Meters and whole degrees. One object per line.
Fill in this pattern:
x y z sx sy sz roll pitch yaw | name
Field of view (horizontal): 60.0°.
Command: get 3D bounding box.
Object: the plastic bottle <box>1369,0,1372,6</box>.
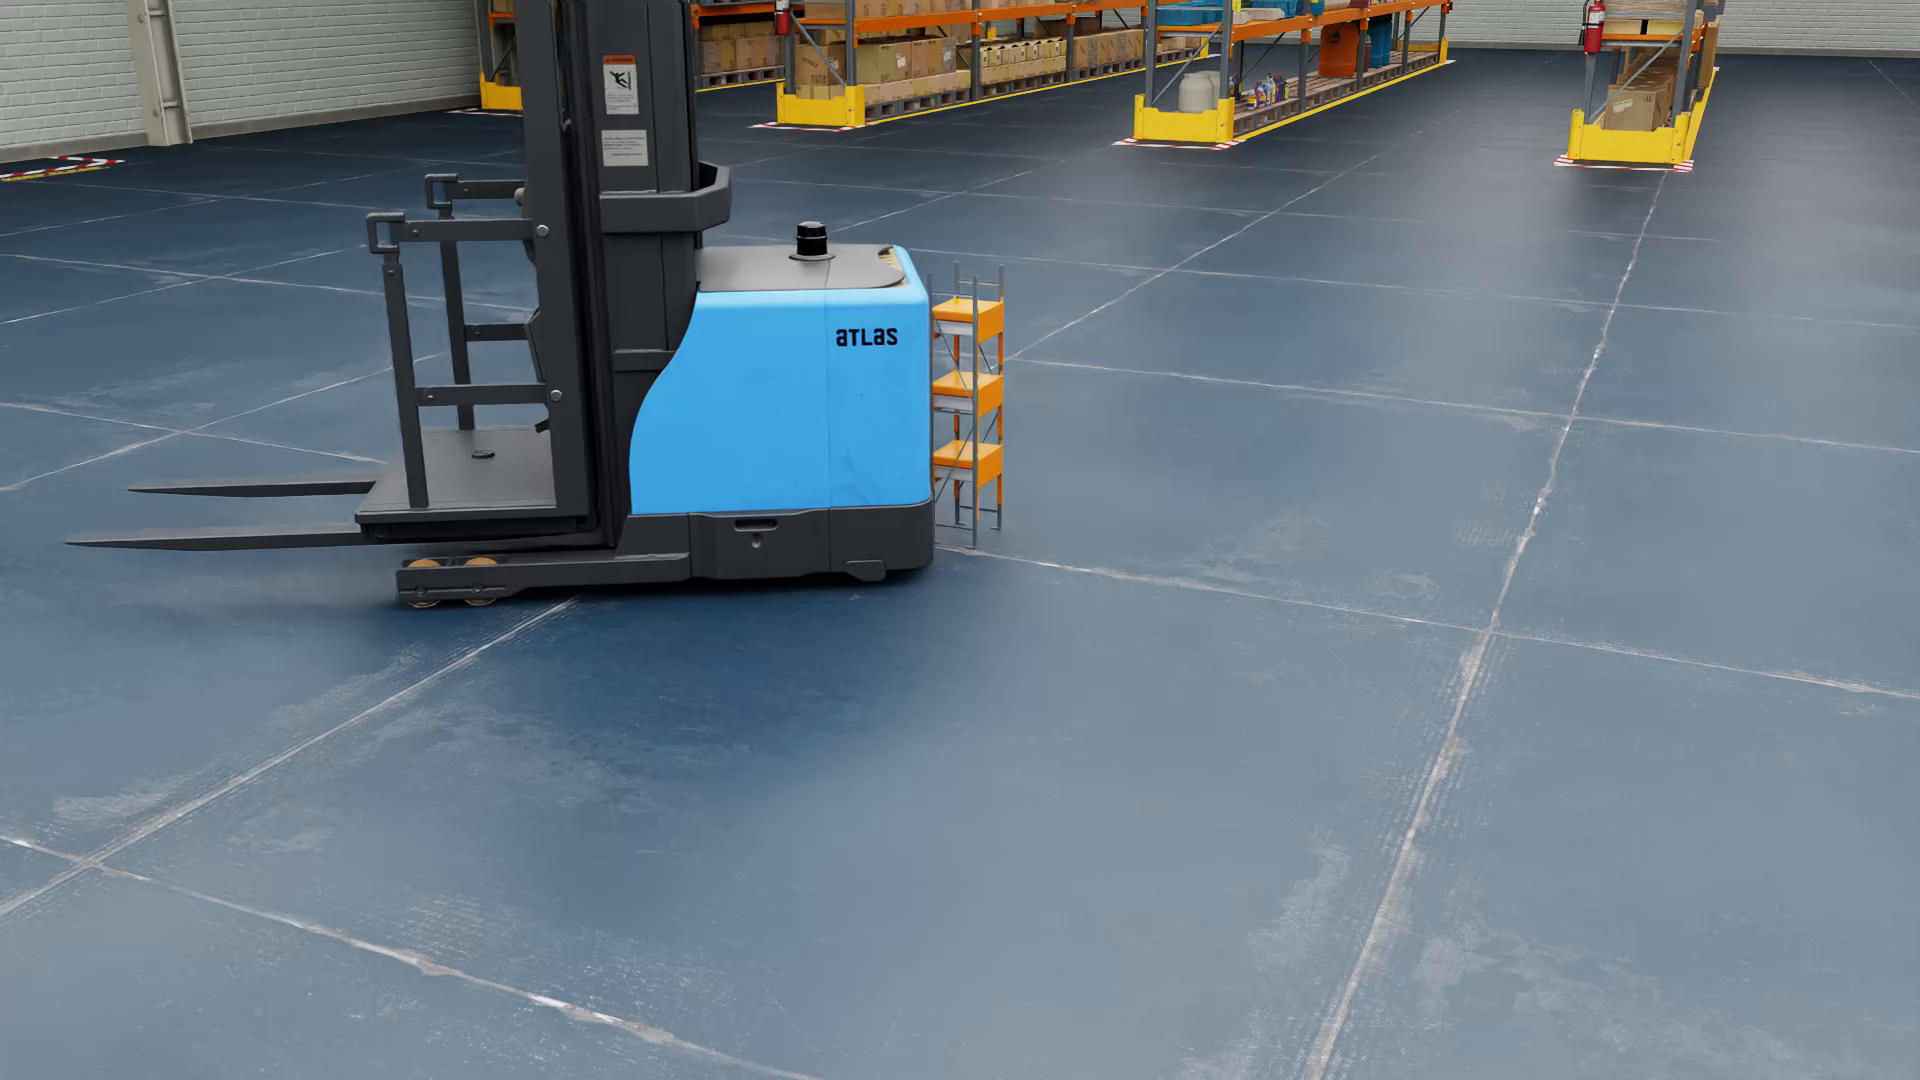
6.624 -8.791 26.887 0.061 0.283 0.133 9 21 23 | plastic bottle

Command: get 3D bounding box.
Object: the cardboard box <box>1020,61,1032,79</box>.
0.841 -7.584 26.795 0.500 0.250 0.500 9 21 24 | cardboard box

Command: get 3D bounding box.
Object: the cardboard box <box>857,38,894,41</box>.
-1.268 -6.820 23.528 0.500 0.500 0.500 9 21 23 | cardboard box

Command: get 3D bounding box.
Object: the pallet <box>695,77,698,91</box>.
-4.944 -7.277 26.615 1.003 0.211 1.213 9 21 23 | pallet

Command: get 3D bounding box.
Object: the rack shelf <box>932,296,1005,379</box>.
0.022 -0.769 6.247 0.215 0.259 0.240 8 21 23 | rack shelf

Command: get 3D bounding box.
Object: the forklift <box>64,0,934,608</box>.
-1.649 -1.330 5.834 3.031 2.935 1.130 -2 20 -6 | forklift

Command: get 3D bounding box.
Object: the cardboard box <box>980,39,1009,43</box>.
0.557 -8.075 27.337 0.500 0.311 0.500 8 21 21 | cardboard box

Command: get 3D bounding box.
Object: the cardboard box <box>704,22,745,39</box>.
-4.028 -8.706 28.426 0.500 0.250 0.500 8 21 21 | cardboard box

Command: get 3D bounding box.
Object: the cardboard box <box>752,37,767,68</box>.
-3.805 -8.529 29.048 0.700 0.500 0.500 8 21 22 | cardboard box

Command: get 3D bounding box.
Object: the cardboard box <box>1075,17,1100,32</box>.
2.266 -9.531 30.746 0.500 0.250 0.500 9 21 23 | cardboard box

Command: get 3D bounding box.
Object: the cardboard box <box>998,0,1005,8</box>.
0.365 -8.563 25.921 0.500 0.500 0.500 10 22 27 | cardboard box

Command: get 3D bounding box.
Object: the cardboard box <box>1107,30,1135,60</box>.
2.945 -9.257 31.096 0.500 0.500 0.500 9 21 23 | cardboard box

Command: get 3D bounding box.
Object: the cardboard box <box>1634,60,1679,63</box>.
9.568 -6.291 22.754 0.700 0.500 0.500 7 21 18 | cardboard box

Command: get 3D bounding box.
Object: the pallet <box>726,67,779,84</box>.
-3.885 -8.100 28.929 1.003 0.211 1.213 9 21 23 | pallet

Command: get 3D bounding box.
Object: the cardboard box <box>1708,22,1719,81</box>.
11.168 -7.661 26.078 1.225 0.875 0.875 9 21 23 | cardboard box

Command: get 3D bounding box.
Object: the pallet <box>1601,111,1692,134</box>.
8.613 -5.238 20.882 1.003 0.211 1.213 9 21 23 | pallet

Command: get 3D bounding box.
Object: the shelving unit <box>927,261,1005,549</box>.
0.023 -0.511 6.339 0.215 1.050 0.252 8 21 23 | shelving unit

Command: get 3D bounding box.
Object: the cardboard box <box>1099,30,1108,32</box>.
2.467 -9.318 31.268 0.500 0.500 0.500 9 21 23 | cardboard box

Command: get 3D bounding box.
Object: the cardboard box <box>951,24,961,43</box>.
-0.392 -10.955 35.900 0.700 0.500 0.500 8 21 21 | cardboard box

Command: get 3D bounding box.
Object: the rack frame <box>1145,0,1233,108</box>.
2.700 -6.219 19.479 1.000 3.000 0.127 9 21 23 | rack frame

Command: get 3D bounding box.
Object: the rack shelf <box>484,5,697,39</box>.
-5.520 -7.851 25.141 1.077 0.370 4.000 9 21 23 | rack shelf

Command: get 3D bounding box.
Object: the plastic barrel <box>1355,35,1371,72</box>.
6.623 -8.223 28.087 0.600 0.588 0.708 9 21 23 | plastic barrel

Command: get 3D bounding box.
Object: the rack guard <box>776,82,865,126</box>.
-1.828 -5.714 21.791 1.175 0.500 0.348 9 21 23 | rack guard

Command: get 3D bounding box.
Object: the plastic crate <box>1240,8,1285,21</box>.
3.904 -6.786 21.467 0.530 0.136 0.437 9 21 23 | plastic crate

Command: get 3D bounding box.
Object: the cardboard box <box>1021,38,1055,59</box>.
1.261 -8.158 27.571 0.500 0.311 0.500 8 21 22 | cardboard box

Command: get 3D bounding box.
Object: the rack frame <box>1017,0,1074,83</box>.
1.458 -9.345 28.269 1.000 3.000 0.127 9 21 23 | rack frame

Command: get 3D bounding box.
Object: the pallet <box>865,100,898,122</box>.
-1.543 -5.825 22.534 1.003 0.211 1.213 9 21 23 | pallet

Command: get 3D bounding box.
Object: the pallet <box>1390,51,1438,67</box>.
8.878 -9.549 33.005 1.003 0.211 1.213 9 21 23 | pallet

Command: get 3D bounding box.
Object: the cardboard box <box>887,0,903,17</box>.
-1.196 -7.400 22.650 0.700 0.500 0.500 9 21 23 | cardboard box

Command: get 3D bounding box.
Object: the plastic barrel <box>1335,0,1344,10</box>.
5.577 -8.244 25.008 0.421 0.512 0.421 0 20 0 | plastic barrel

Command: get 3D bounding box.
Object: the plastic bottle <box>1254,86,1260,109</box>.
3.836 -5.724 21.486 0.061 0.283 0.133 9 21 24 | plastic bottle

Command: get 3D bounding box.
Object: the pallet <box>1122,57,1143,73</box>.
2.797 -9.000 31.461 1.003 0.211 1.213 9 21 23 | pallet

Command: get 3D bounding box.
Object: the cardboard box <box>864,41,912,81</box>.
-0.999 -6.596 22.898 0.500 0.500 0.500 9 21 23 | cardboard box

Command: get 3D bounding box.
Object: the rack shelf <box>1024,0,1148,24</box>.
2.277 -9.618 30.109 1.077 0.370 4.000 9 21 23 | rack shelf

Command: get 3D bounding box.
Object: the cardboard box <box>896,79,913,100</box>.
-0.989 -6.241 23.019 0.500 0.250 0.500 9 21 23 | cardboard box

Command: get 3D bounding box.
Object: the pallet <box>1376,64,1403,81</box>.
7.260 -8.343 29.613 1.003 0.211 1.213 9 21 23 | pallet

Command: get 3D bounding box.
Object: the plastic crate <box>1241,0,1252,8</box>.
4.007 -7.270 22.526 0.767 0.338 0.504 9 21 23 | plastic crate

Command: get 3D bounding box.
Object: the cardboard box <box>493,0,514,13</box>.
-6.324 -7.686 23.799 0.500 0.250 0.500 9 21 23 | cardboard box

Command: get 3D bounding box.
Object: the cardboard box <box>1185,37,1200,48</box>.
4.736 -10.620 34.929 0.500 0.500 0.500 9 21 23 | cardboard box

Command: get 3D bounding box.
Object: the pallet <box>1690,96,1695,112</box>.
9.672 -6.061 23.195 1.003 0.211 1.213 9 21 23 | pallet

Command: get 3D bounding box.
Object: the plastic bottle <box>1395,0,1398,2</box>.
7.536 -9.538 28.885 0.144 0.351 0.185 9 21 23 | plastic bottle

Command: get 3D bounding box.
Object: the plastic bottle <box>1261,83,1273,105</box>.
4.056 -5.923 22.054 0.152 0.276 0.135 9 21 24 | plastic bottle

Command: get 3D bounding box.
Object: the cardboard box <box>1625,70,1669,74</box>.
8.656 -5.665 21.026 0.500 0.500 0.500 8 21 21 | cardboard box

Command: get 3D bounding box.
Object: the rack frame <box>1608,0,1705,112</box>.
8.856 -6.762 21.006 1.000 3.000 0.127 9 21 23 | rack frame

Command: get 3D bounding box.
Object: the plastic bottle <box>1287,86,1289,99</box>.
4.473 -6.177 22.880 0.097 0.201 0.097 0 20 0 | plastic bottle

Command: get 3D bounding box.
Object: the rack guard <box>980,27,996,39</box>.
0.223 -11.299 37.494 1.175 0.500 0.348 9 21 23 | rack guard
